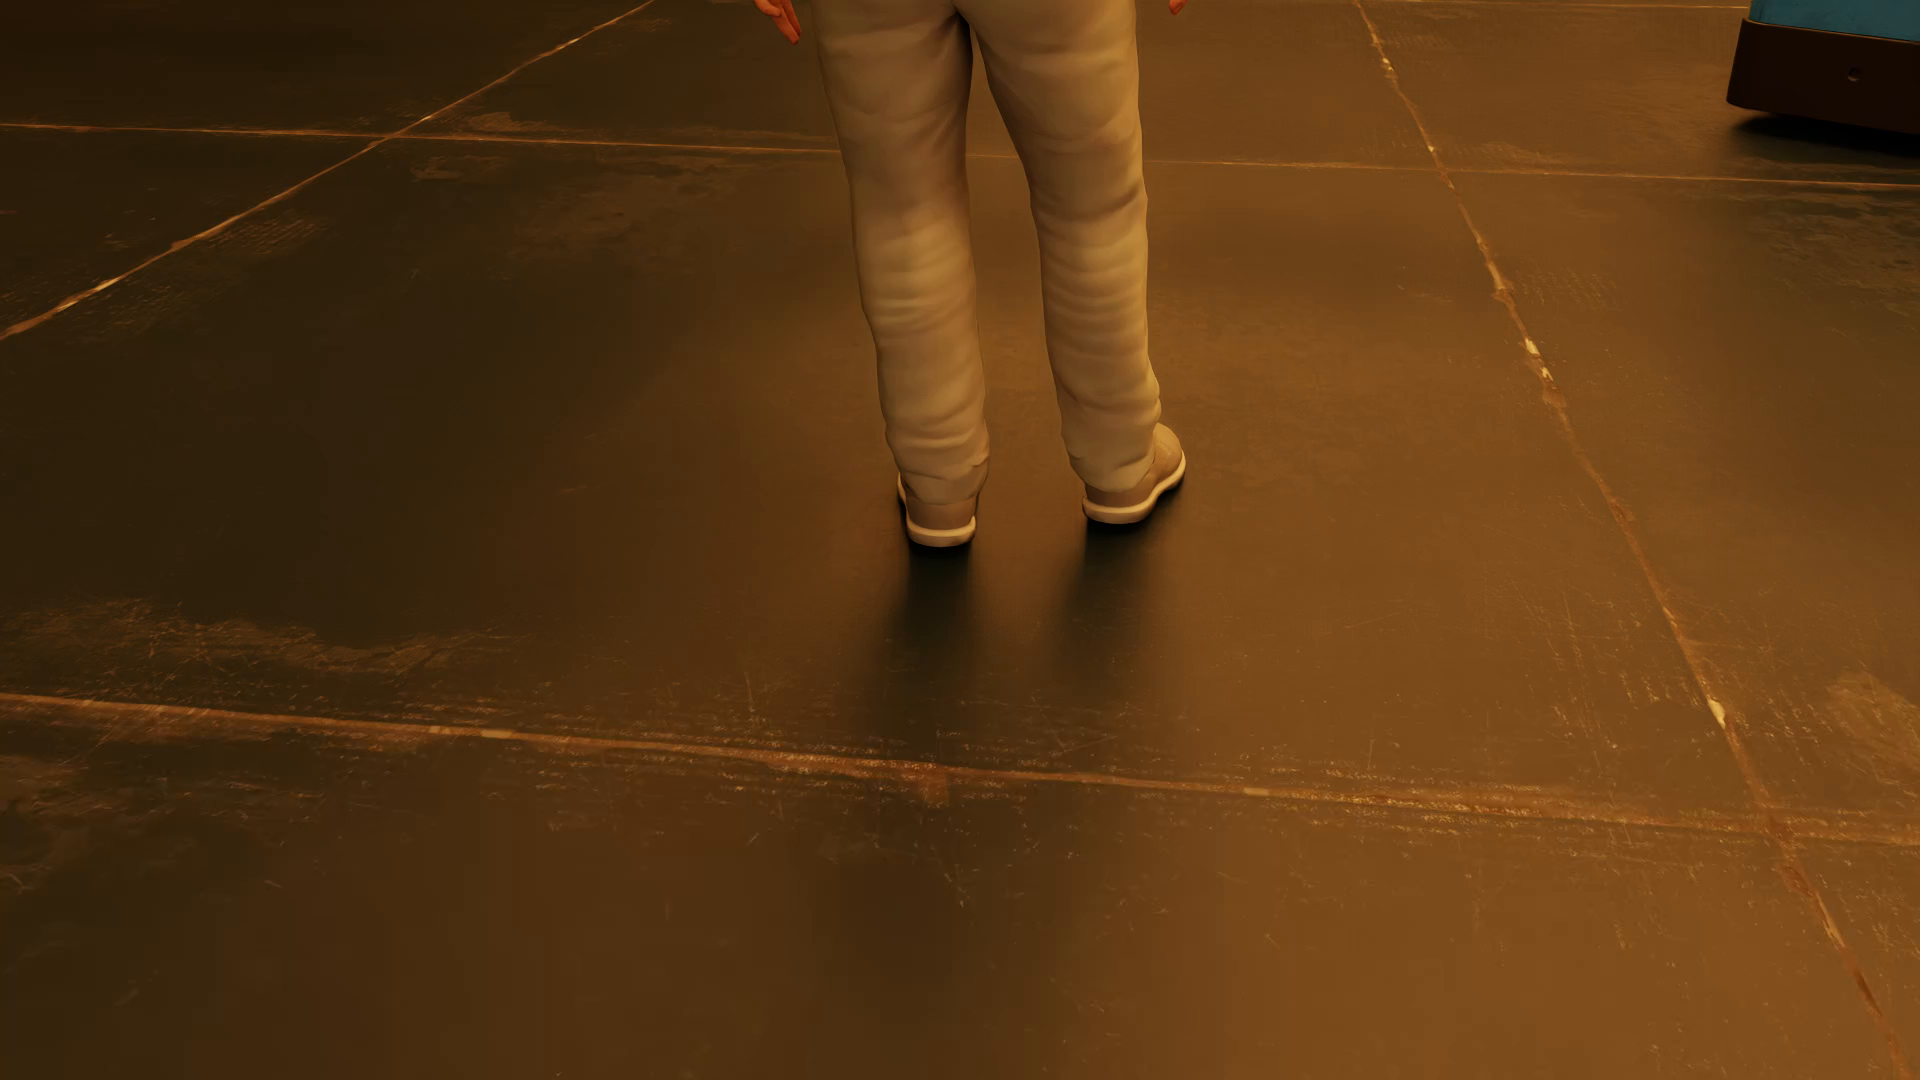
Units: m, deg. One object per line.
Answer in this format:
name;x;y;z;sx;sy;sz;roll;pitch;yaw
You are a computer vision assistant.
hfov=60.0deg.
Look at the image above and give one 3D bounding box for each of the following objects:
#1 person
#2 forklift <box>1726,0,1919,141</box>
person;0.023;-0.836;2.167;0.640;1.778;0.575;3;27;7
forklift;3.702;-2.832;4.893;3.031;2.935;1.130;-23;34;-38
